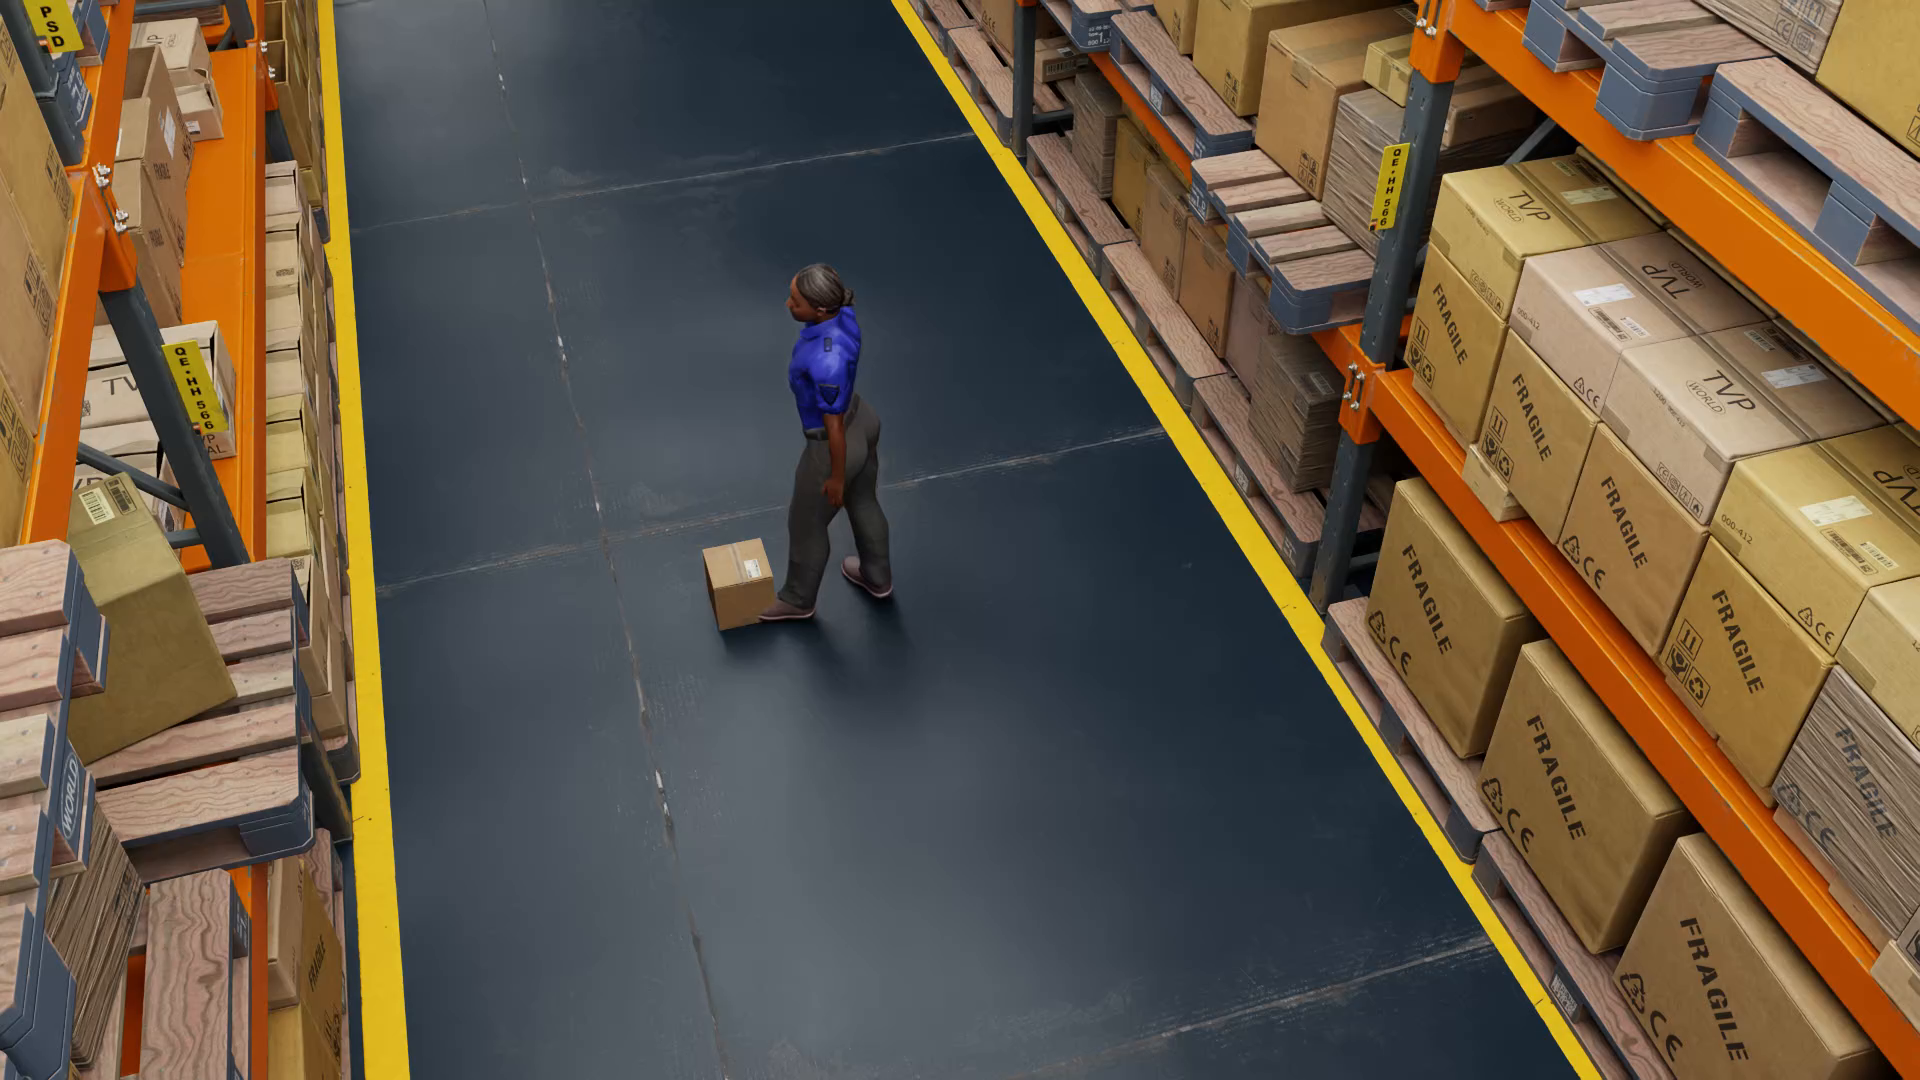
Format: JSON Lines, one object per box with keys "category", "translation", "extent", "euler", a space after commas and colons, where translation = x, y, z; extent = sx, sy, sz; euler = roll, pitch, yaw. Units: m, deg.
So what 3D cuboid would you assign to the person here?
{"category": "person", "translation": [-0.580, -0.395, 6.583], "extent": [0.585, 1.650, 0.504], "euler": [8, 43, 9]}
